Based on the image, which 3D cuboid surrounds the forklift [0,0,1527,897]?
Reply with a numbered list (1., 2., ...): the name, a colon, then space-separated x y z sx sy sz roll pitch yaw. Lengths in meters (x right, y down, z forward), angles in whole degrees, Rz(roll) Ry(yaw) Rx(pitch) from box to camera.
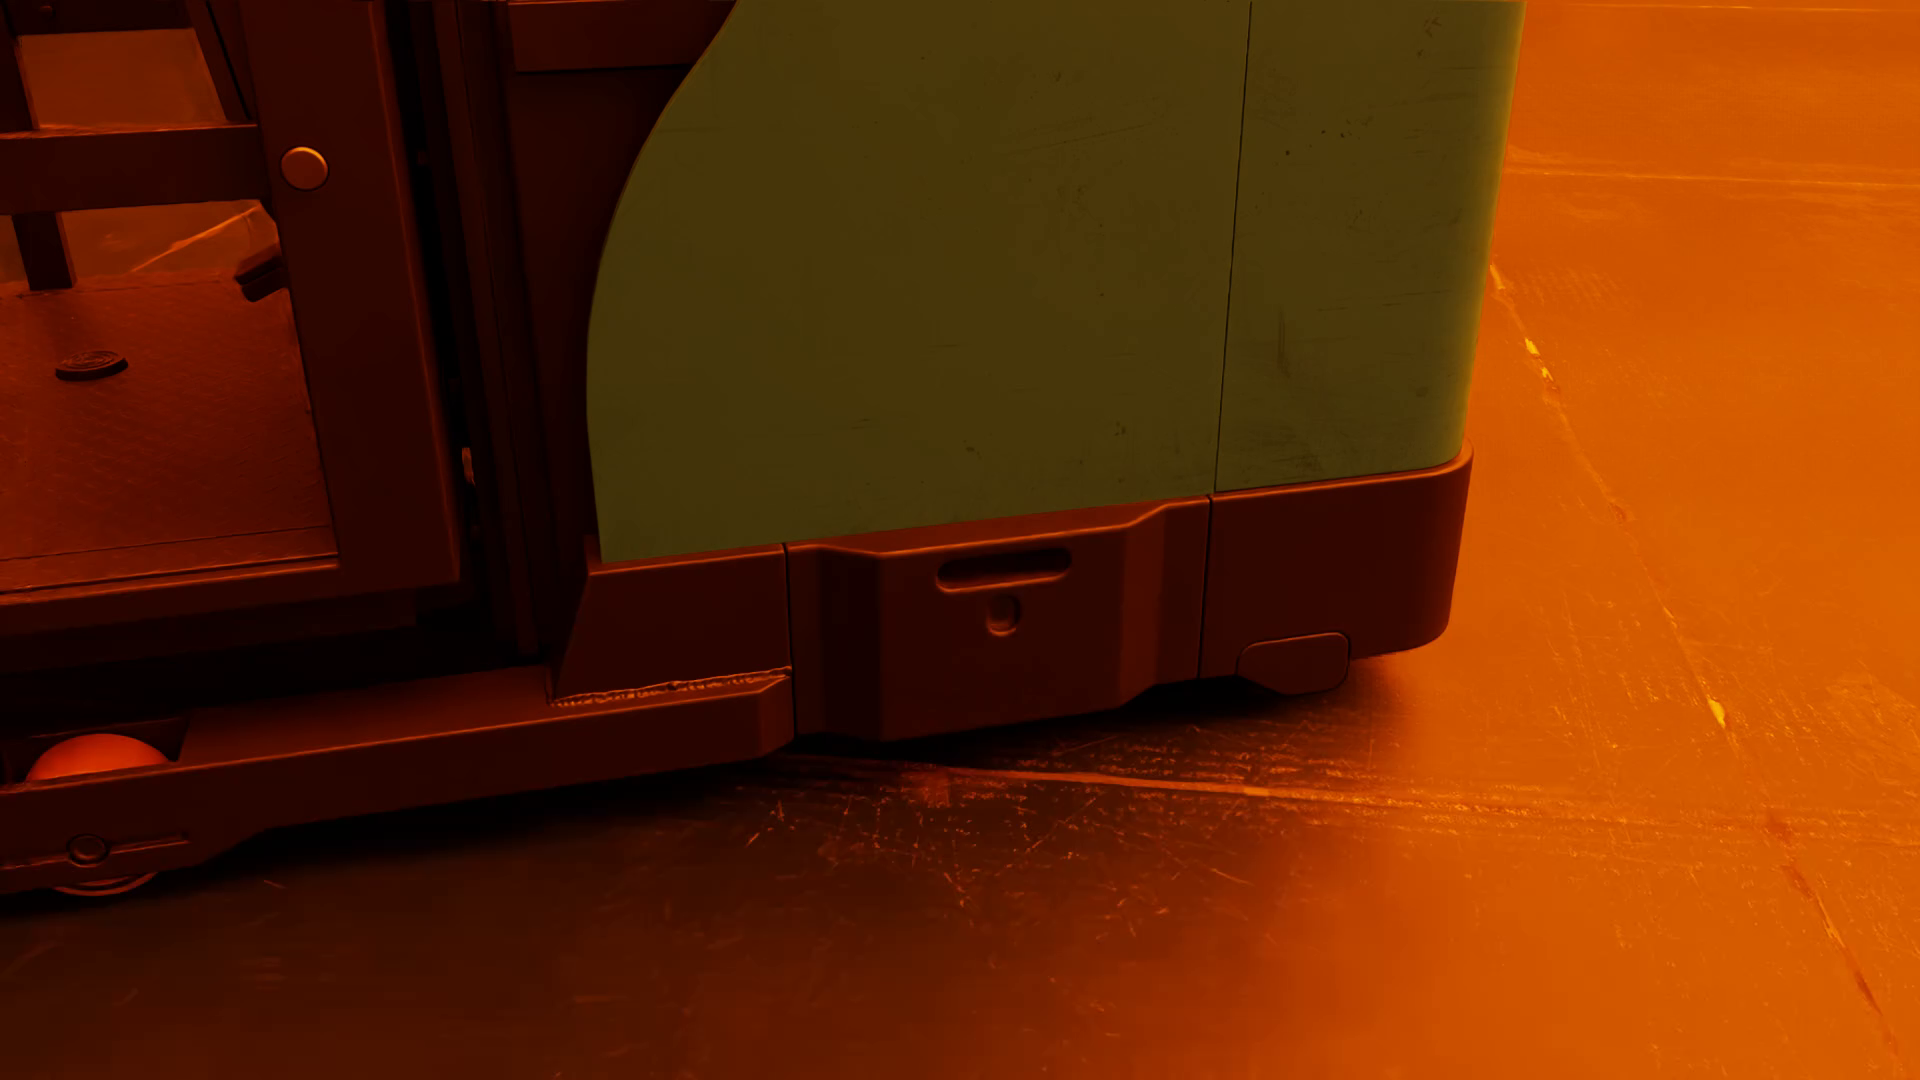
1. forklift: -0.945 -1.177 1.575 3.031 2.935 1.130 -7 27 -13
